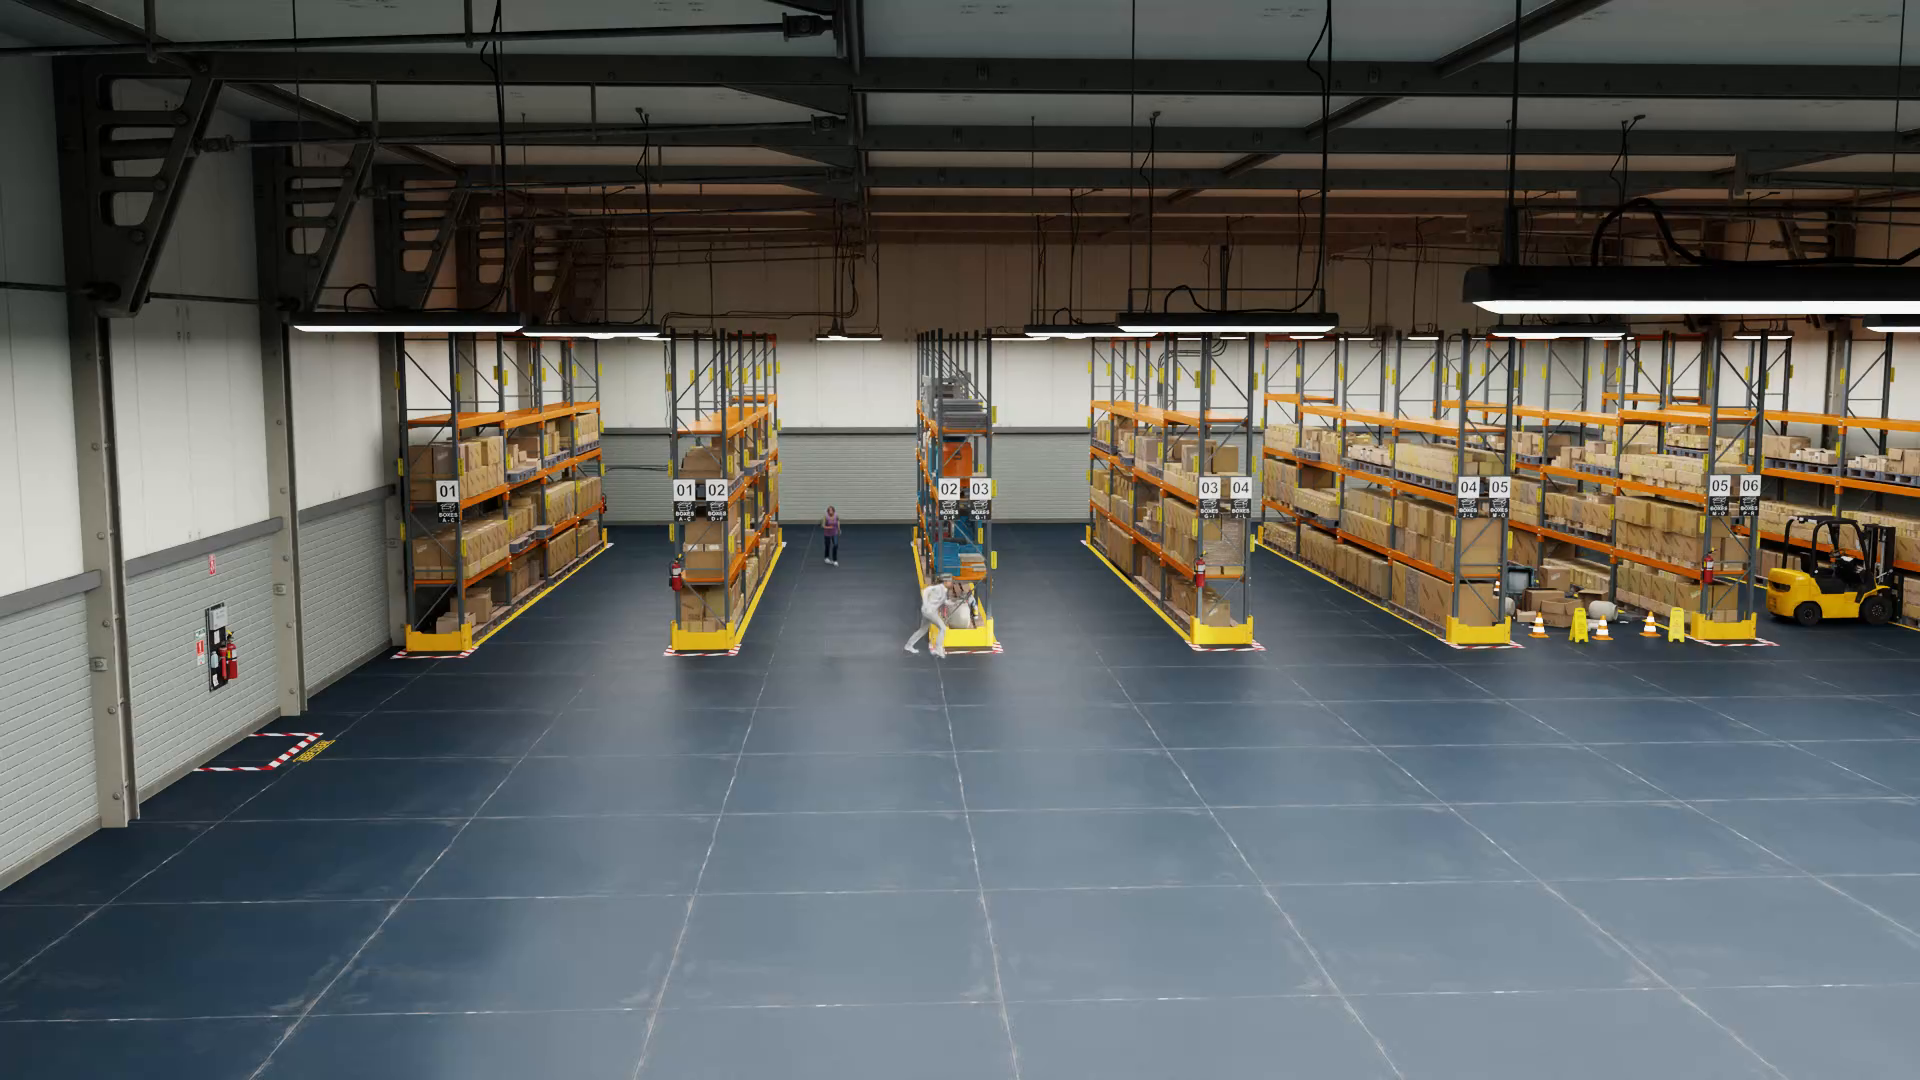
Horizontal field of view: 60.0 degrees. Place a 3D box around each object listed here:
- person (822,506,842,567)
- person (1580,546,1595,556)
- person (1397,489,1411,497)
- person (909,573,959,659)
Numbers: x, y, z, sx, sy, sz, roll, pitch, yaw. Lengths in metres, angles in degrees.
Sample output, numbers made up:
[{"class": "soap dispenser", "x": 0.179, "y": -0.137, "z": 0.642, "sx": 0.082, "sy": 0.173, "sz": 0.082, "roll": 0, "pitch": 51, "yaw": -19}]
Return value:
[{"class": "person", "x": -3.326, "y": -0.111, "z": 42.917, "sx": 0.540, "sy": 1.567, "sz": 0.896, "roll": -2, "pitch": 7, "yaw": -15}, {"class": "person", "x": 16.975, "y": -0.419, "z": 45.061, "sx": 0.694, "sy": 1.704, "sz": 0.611, "roll": -3, "pitch": 7, "yaw": -26}, {"class": "person", "x": 13.602, "y": -1.125, "z": 50.957, "sx": 0.772, "sy": 1.693, "sz": 0.658, "roll": -2, "pitch": 7, "yaw": -19}, {"class": "person", "x": -0.491, "y": 1.389, "z": 30.358, "sx": 0.971, "sy": 1.624, "sz": 0.658, "roll": 2, "pitch": 7, "yaw": 18}]
